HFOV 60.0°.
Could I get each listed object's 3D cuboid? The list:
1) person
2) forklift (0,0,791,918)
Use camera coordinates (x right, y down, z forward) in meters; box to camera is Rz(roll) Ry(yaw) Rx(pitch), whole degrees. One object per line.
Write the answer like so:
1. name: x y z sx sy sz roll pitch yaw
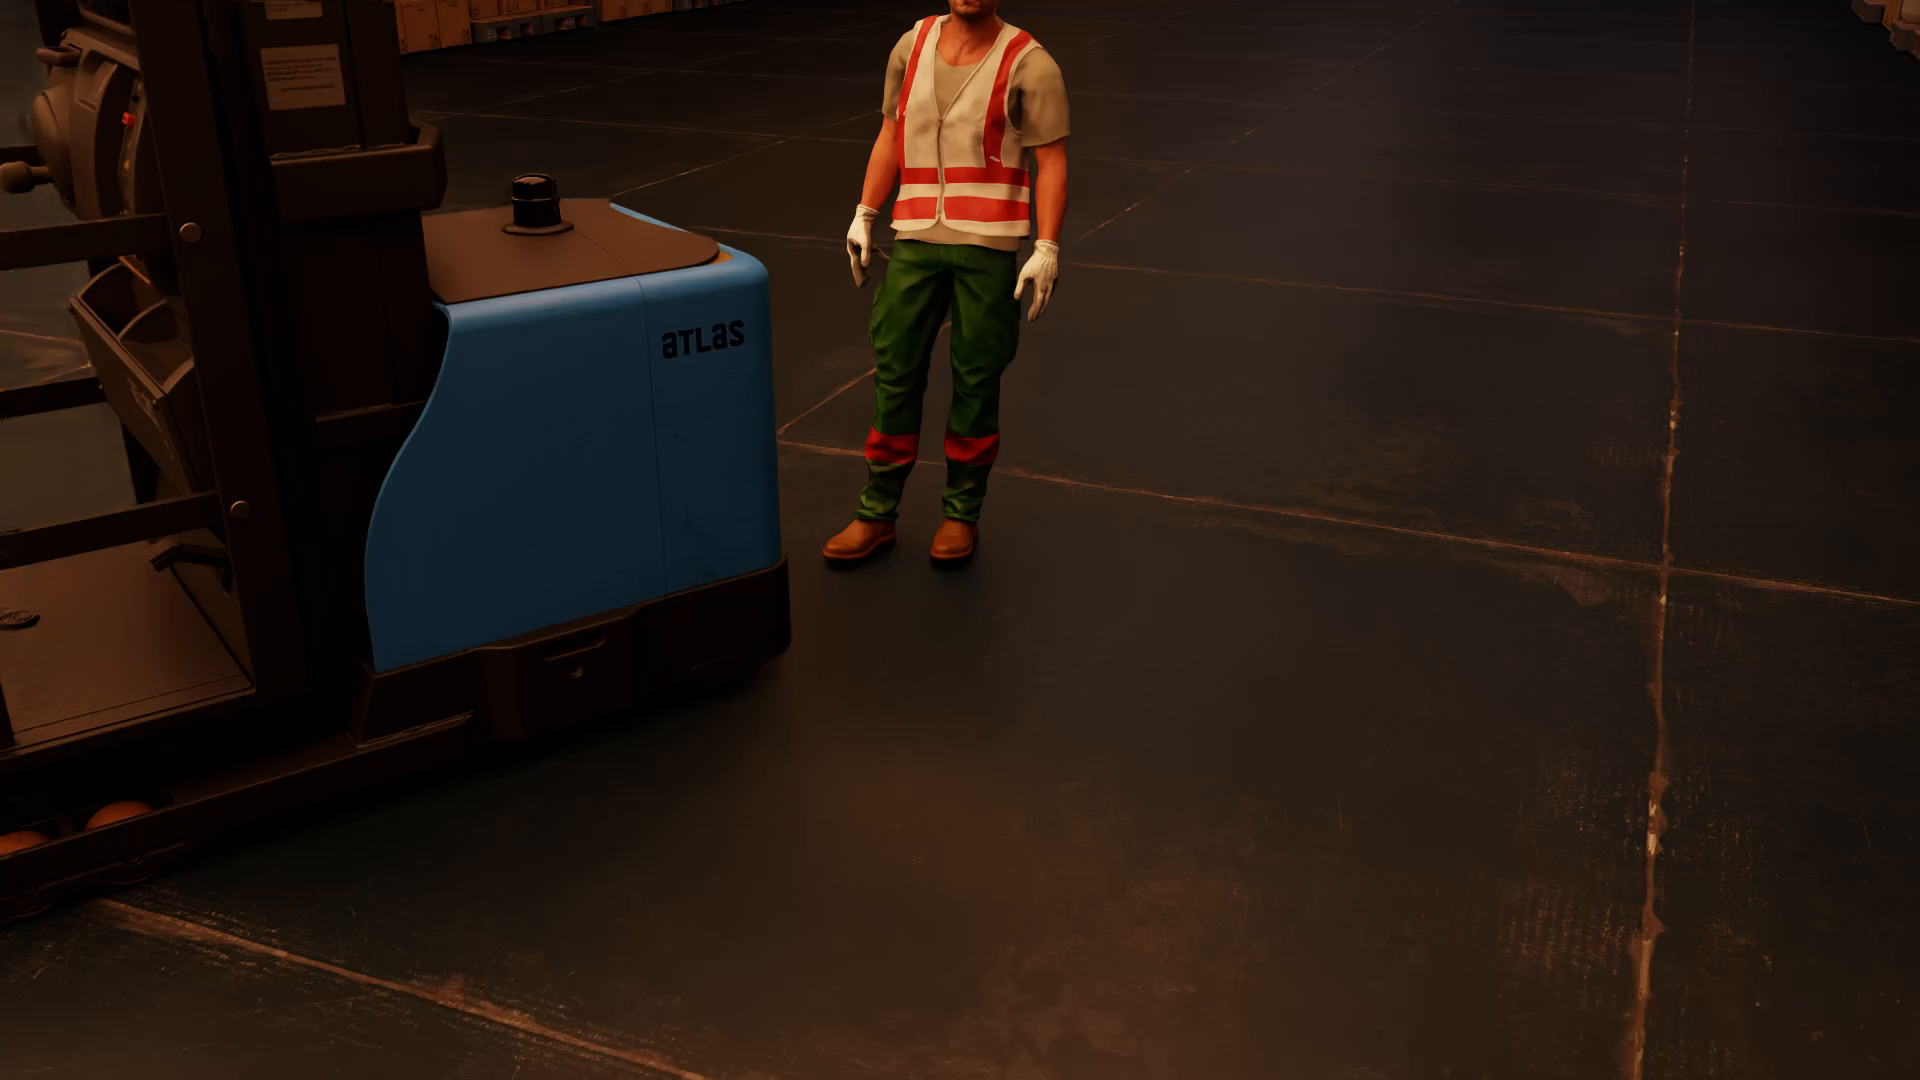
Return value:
1. person: -0.041 -0.803 4.682 0.638 1.782 0.564 9 24 21
2. forklift: -1.927 -0.834 3.289 3.031 2.935 1.130 -16 27 -33
